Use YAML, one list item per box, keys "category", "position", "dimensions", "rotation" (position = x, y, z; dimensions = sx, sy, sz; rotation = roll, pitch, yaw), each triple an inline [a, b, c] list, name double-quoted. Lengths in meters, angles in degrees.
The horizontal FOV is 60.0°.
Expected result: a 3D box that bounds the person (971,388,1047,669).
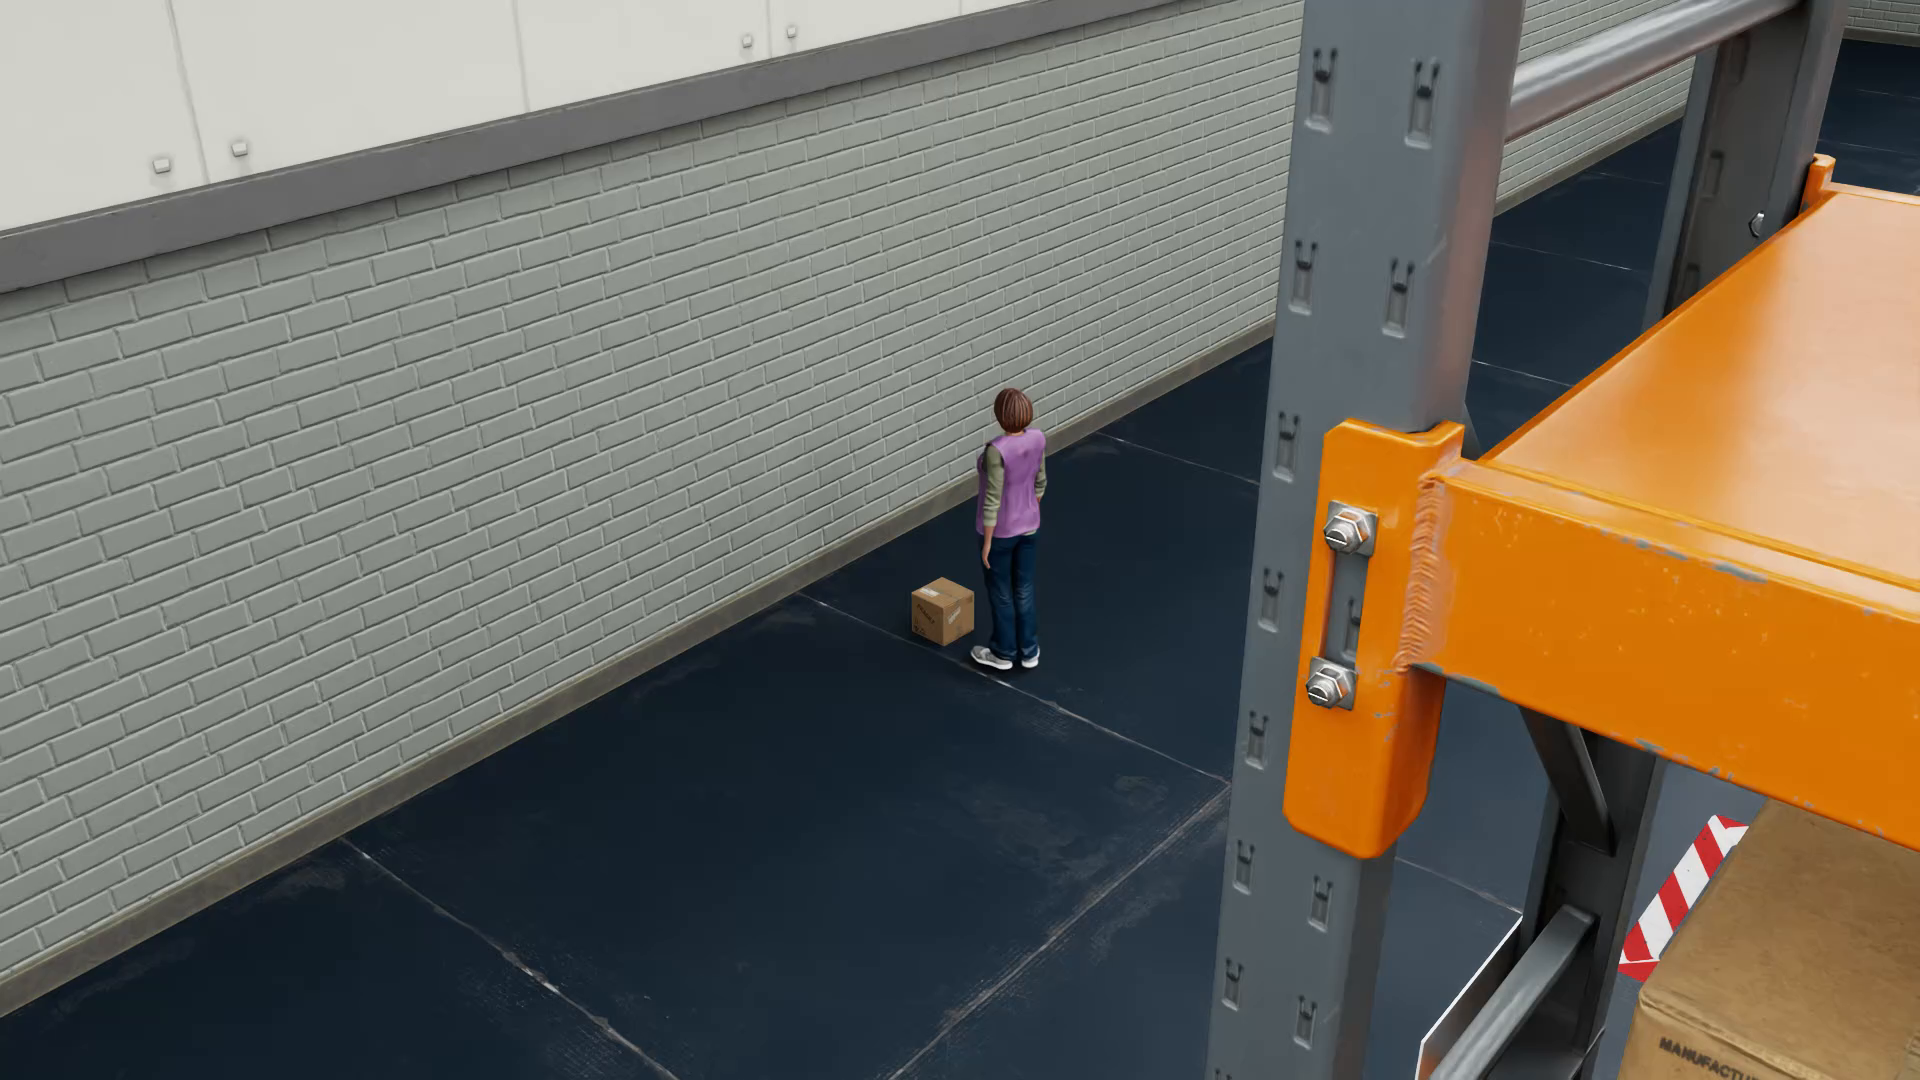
- category: "person"
  position: [0.265, -0.049, 8.691]
  dimensions: [0.450, 1.594, 0.348]
  rotation: [-20, 34, -33]
